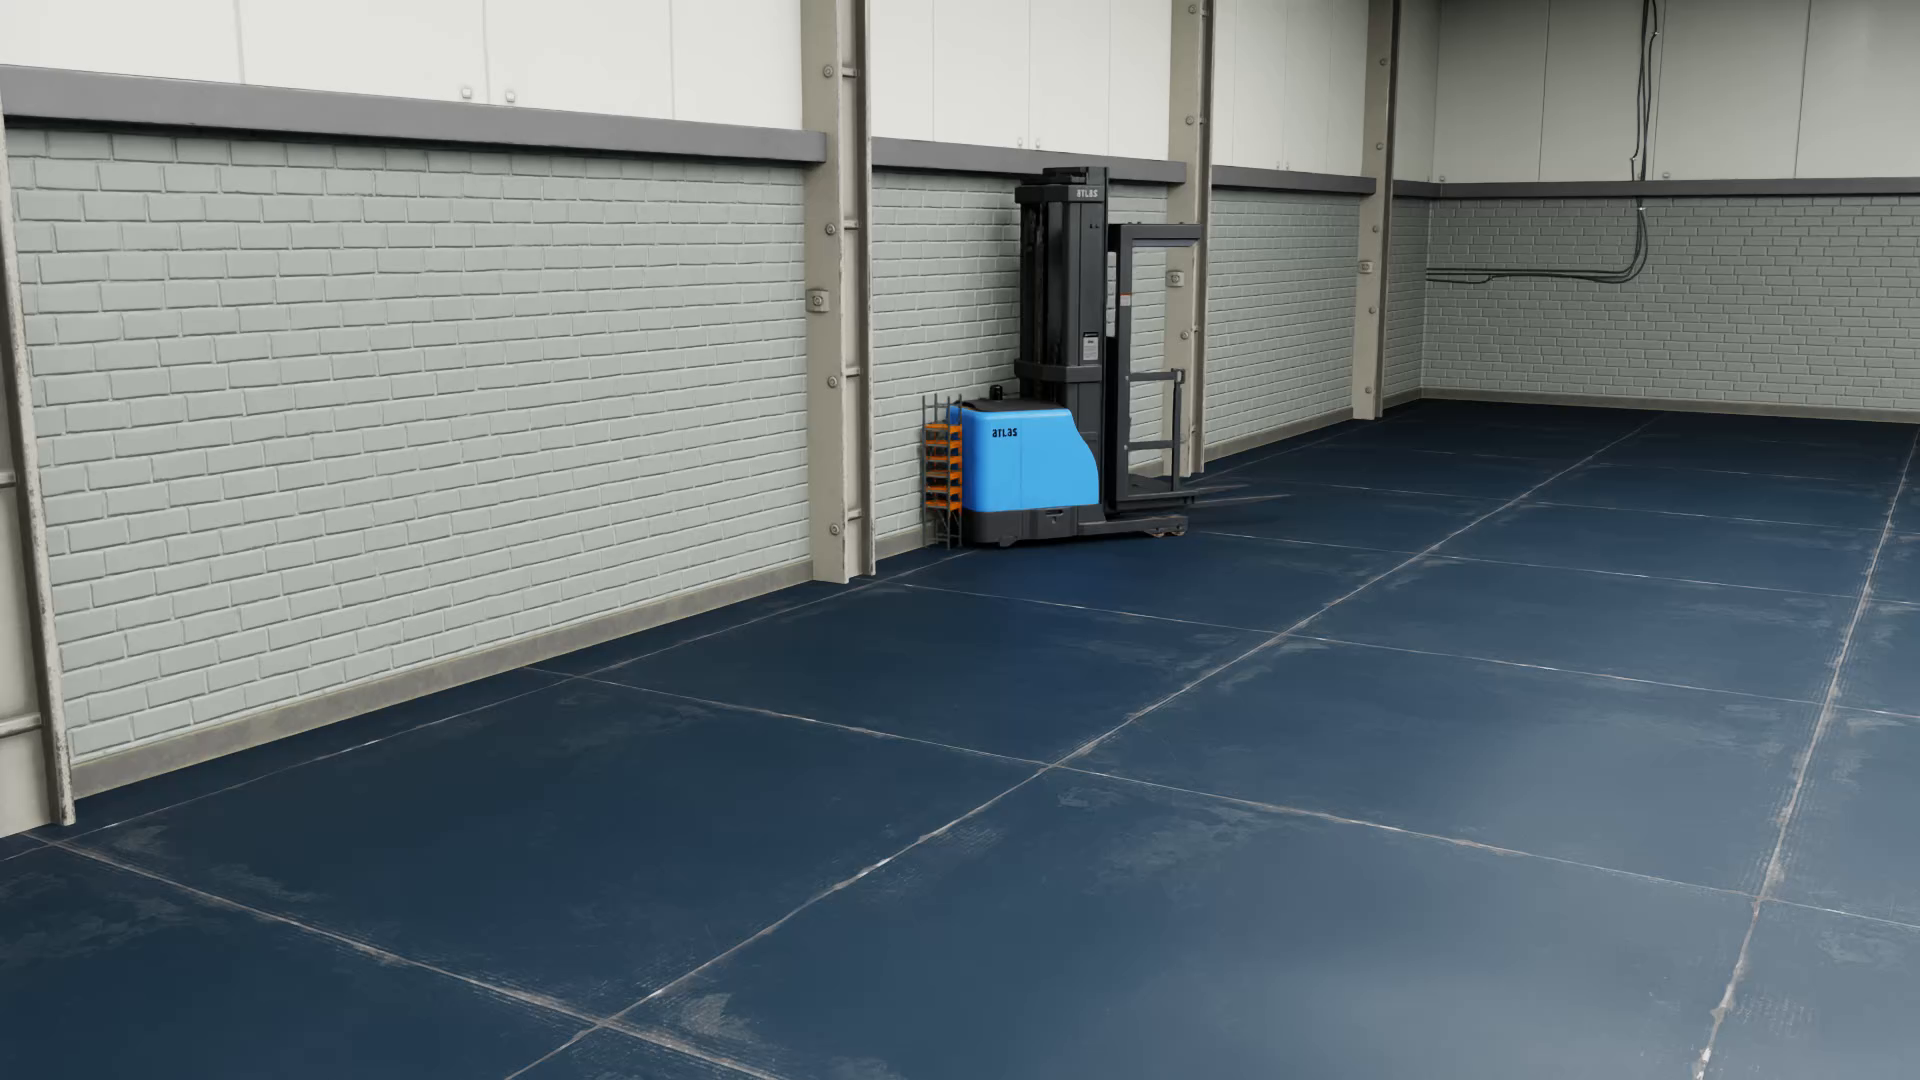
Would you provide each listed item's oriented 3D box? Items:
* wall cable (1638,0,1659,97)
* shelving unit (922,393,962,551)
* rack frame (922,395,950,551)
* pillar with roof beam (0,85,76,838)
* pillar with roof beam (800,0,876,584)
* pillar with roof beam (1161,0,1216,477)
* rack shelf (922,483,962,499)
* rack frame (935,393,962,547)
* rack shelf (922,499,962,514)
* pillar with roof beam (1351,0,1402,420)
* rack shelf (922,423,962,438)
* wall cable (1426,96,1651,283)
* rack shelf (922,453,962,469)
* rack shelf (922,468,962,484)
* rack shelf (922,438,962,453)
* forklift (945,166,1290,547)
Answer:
[{"bbox_3d":[10.359,-7.082,21.458,3.097,2.526,0.112,6,12,31],"label":"wall cable"},{"bbox_3d":[-0.138,-0.531,12.941,0.258,1.200,0.189,6,12,29],"label":"shelving unit"},{"bbox_3d":[-0.183,-0.516,12.863,0.240,1.200,0.006,6,12,29],"label":"rack frame"},{"bbox_3d":[-0.279,-2.805,3.899,9.100,9.000,0.400,6,12,31],"label":"pillar with roof beam"},{"bbox_3d":[2.836,-3.749,8.940,9.100,9.000,0.400,6,12,31],"label":"pillar with roof beam"},{"bbox_3d":[5.951,-4.693,13.980,9.100,9.000,0.400,6,12,31],"label":"pillar with roof beam"},{"bbox_3d":[-0.138,-0.369,12.972,0.258,0.103,0.180,6,12,29],"label":"rack shelf"},{"bbox_3d":[-0.093,-0.545,13.019,0.240,1.200,0.006,6,12,29],"label":"rack frame"},{"bbox_3d":[-0.138,-0.251,12.994,0.258,0.103,0.180,6,12,29],"label":"rack shelf"},{"bbox_3d":[9.066,-5.636,19.021,9.100,9.000,0.400,6,12,31],"label":"pillar with roof beam"},{"bbox_3d":[-0.138,-0.841,12.883,0.258,0.103,0.180,6,12,29],"label":"rack shelf"},{"bbox_3d":[8.047,-4.858,23.303,3.097,2.526,0.112,6,12,31],"label":"wall cable"},{"bbox_3d":[-0.138,-0.605,12.927,0.258,0.103,0.180,6,12,29],"label":"rack shelf"},{"bbox_3d":[-0.138,-0.487,12.950,0.258,0.103,0.180,6,12,29],"label":"rack shelf"},{"bbox_3d":[-0.138,-0.723,12.905,0.258,0.103,0.180,6,12,29],"label":"rack shelf"},{"bbox_3d":[1.304,-1.544,13.649,3.031,2.935,1.130,-5,12,-24],"label":"forklift"}]
